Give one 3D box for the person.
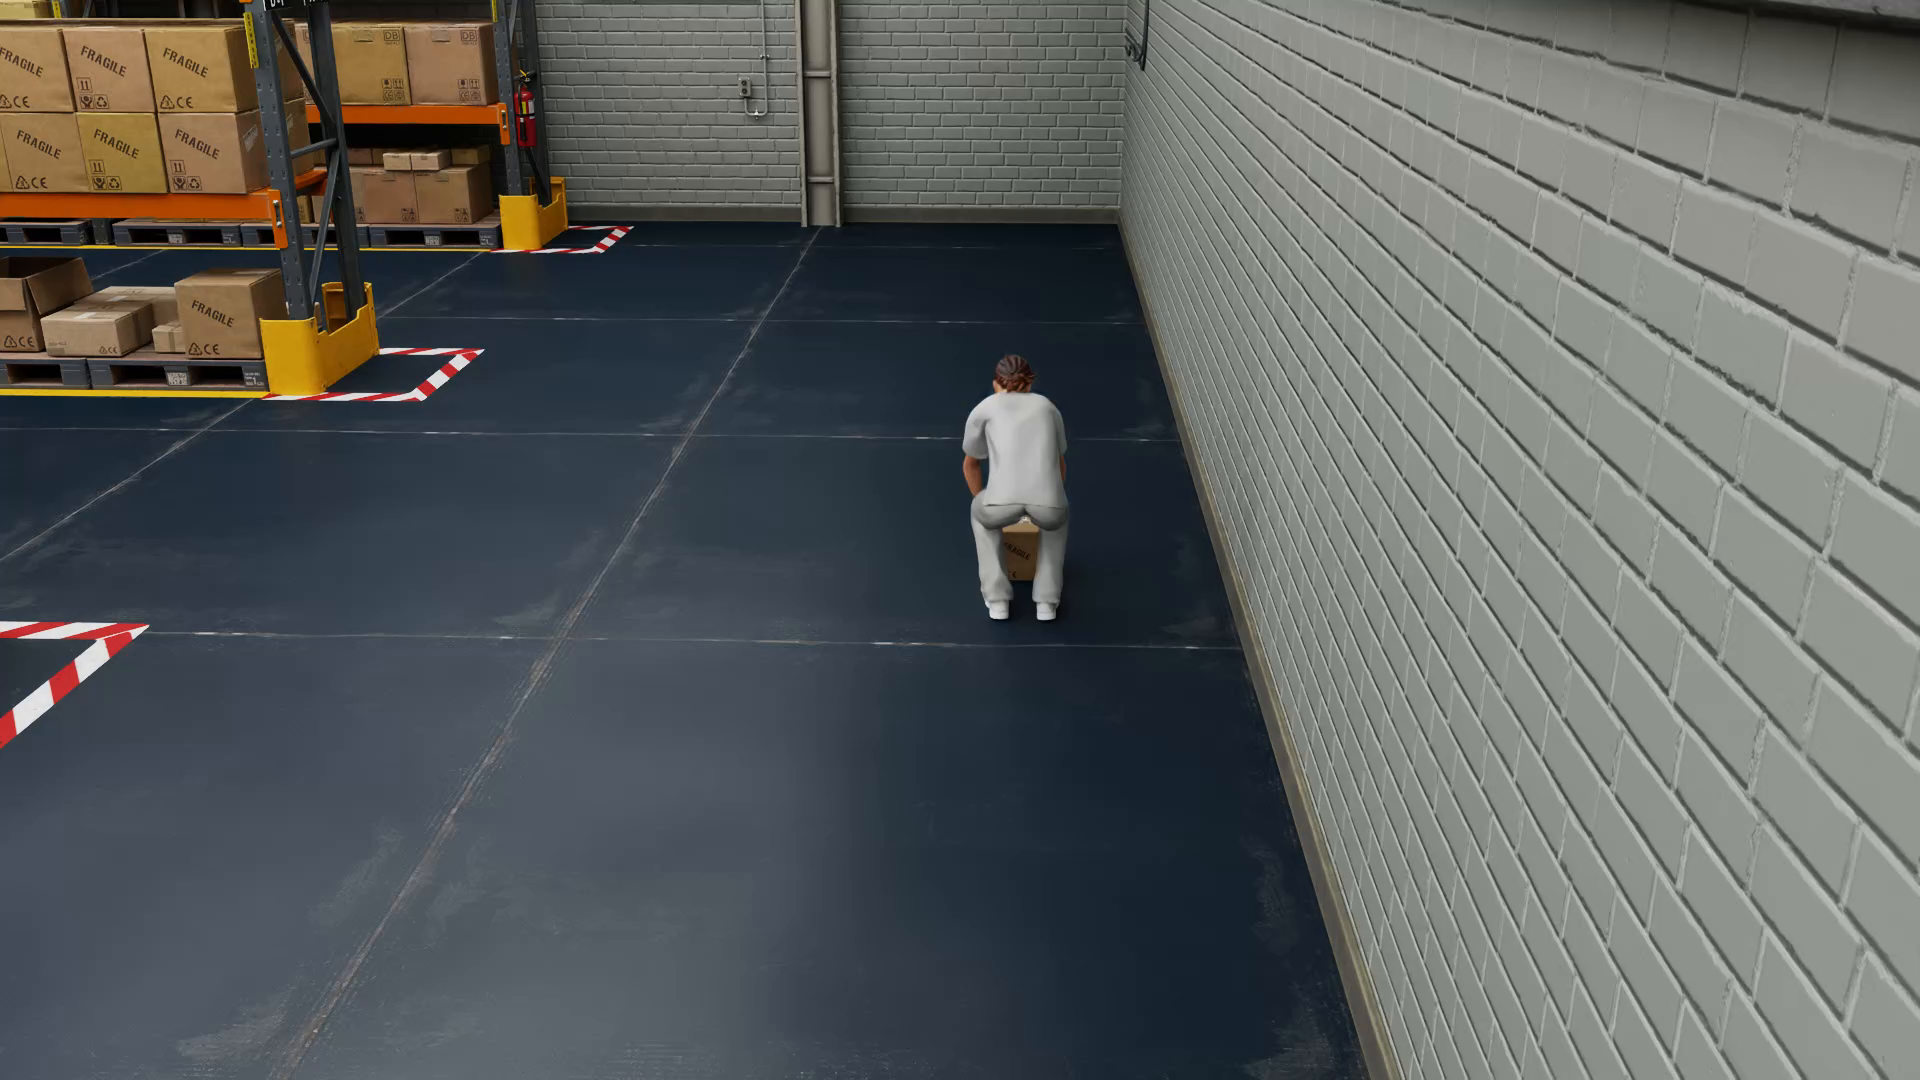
[{"bbox_3d":[0.254,-0.226,7.485,0.495,1.102,0.757,1,21,2],"label":"person"}]
